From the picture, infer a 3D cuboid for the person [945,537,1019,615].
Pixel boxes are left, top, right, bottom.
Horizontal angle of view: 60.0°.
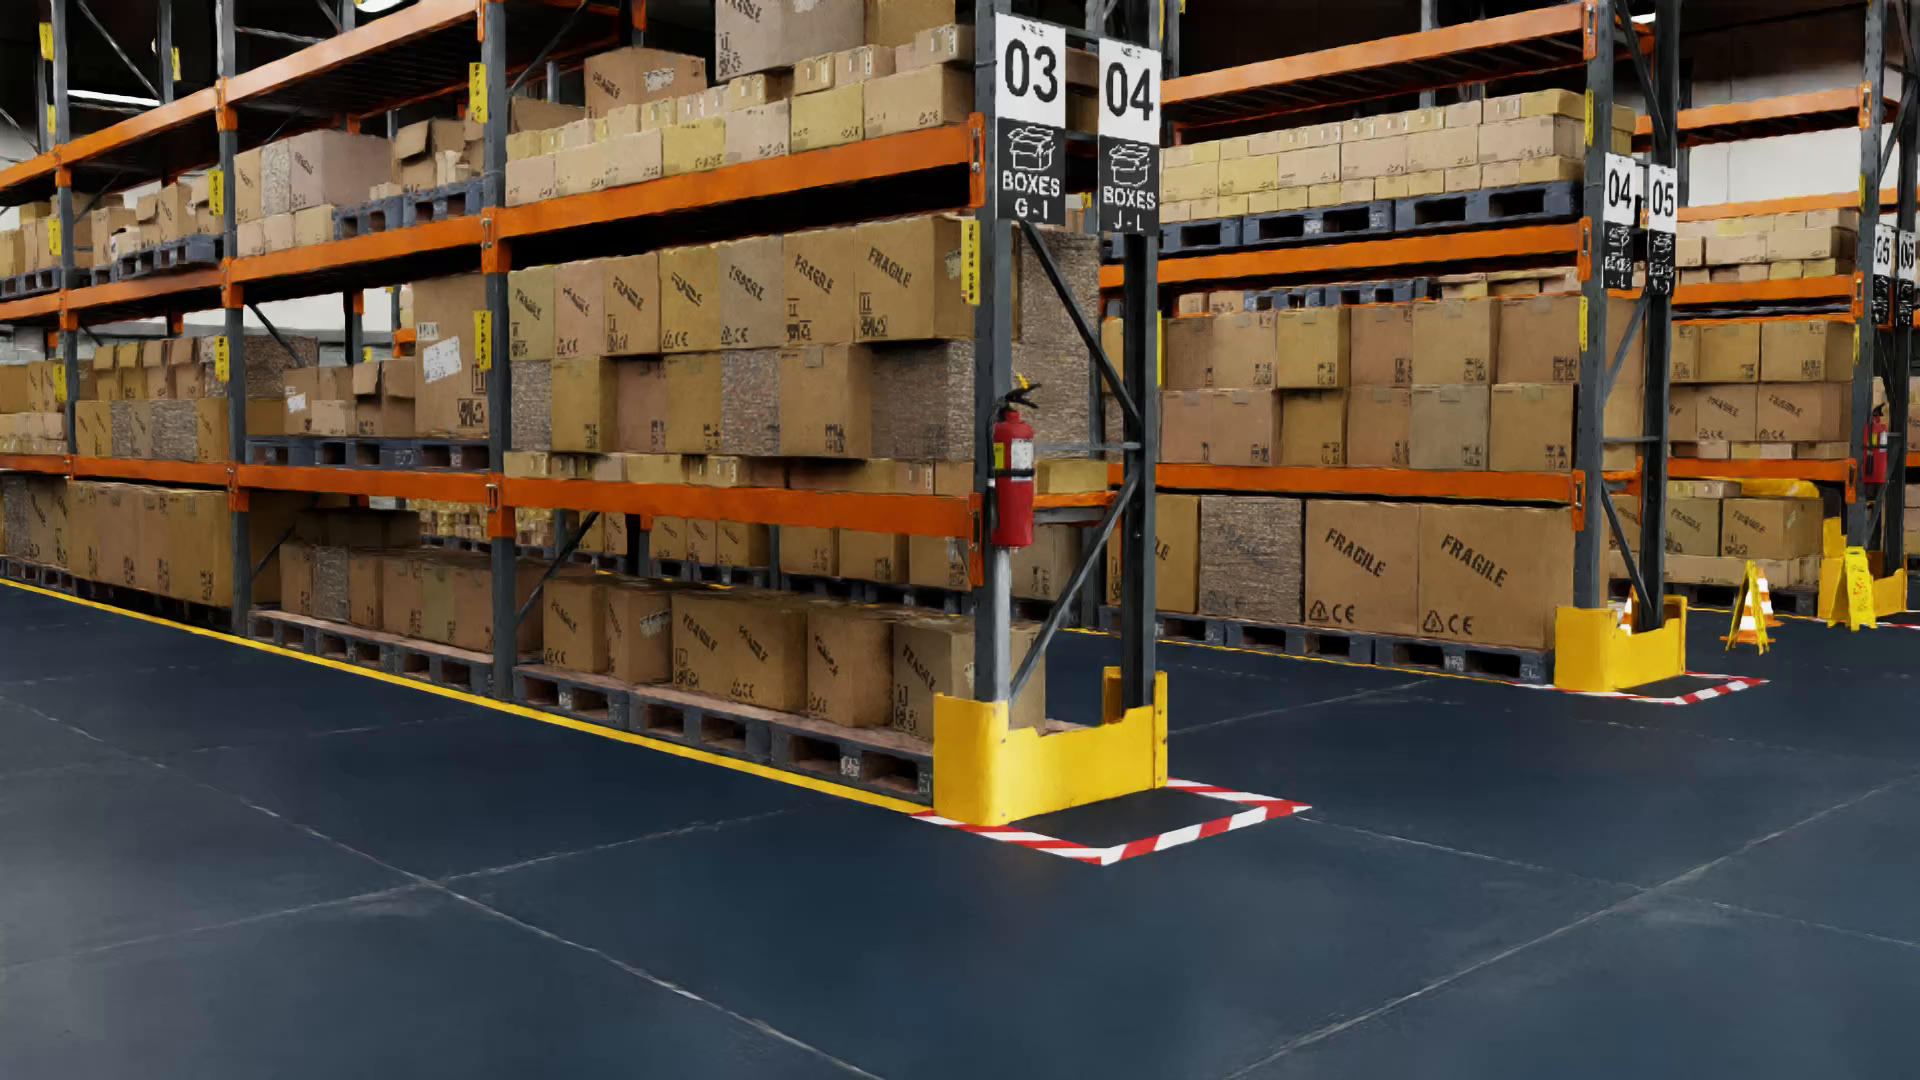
[{"bbox_3d":[0.135,-0.037,11.490,0.522,1.639,0.783,-1,4,-19],"label":"person"}]
